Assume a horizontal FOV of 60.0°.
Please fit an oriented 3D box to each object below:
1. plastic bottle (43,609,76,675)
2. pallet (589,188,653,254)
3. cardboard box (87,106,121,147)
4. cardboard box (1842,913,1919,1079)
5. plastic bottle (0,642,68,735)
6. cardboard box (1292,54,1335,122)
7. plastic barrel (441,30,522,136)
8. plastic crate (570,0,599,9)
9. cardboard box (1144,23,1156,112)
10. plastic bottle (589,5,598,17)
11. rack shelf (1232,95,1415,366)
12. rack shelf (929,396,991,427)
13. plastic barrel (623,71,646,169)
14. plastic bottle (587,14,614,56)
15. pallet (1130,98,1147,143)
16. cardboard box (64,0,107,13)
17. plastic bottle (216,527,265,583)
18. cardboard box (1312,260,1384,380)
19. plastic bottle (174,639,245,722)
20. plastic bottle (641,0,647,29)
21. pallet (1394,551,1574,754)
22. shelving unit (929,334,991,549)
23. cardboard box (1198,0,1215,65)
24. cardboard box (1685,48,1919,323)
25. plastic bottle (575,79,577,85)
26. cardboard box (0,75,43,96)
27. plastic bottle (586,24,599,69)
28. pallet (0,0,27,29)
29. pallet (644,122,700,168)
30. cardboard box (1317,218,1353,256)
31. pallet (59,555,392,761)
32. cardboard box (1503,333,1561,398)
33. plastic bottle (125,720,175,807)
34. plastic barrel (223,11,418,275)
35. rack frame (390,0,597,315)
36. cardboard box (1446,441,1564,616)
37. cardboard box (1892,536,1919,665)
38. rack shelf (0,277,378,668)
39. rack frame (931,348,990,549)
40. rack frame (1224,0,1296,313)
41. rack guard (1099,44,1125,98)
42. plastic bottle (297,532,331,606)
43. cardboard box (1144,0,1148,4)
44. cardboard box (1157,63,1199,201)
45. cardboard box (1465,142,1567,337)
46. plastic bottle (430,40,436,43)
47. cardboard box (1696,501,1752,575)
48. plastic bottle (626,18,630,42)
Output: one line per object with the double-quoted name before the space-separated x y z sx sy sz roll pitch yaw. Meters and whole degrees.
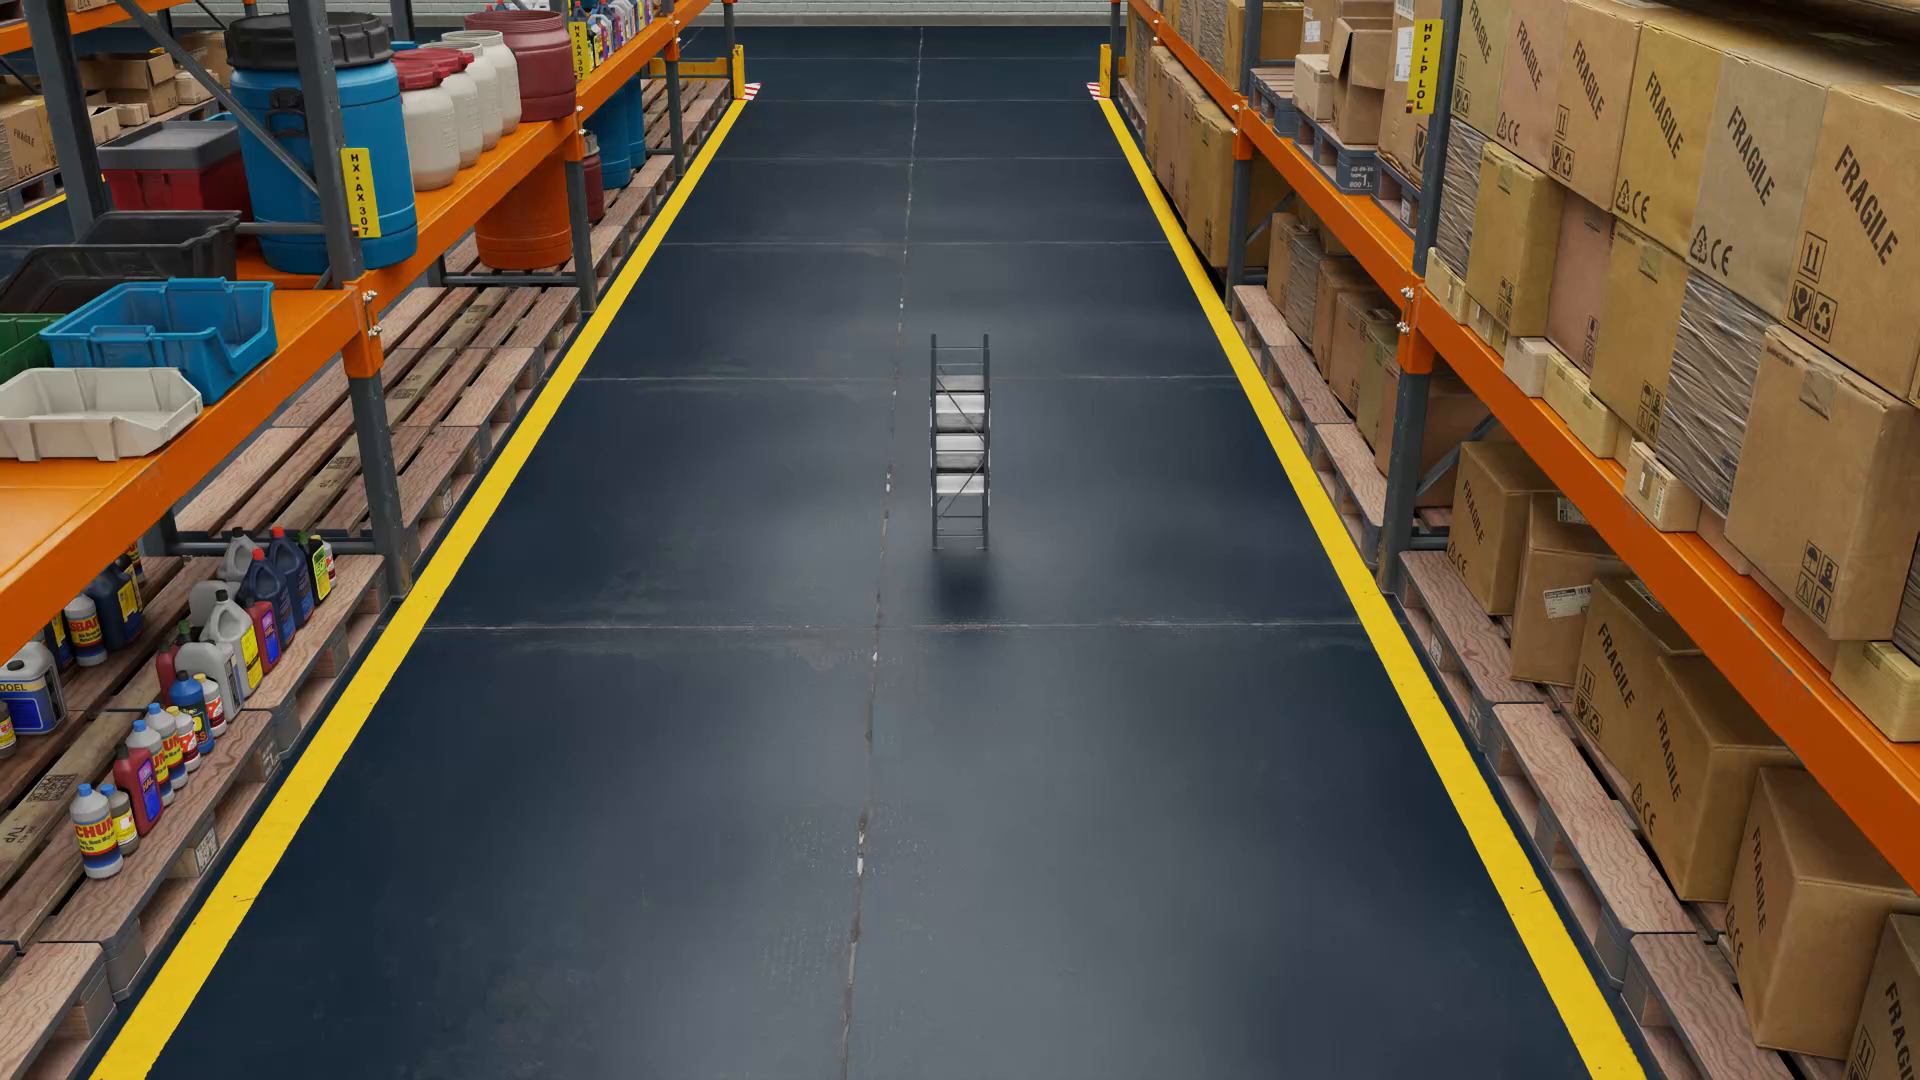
"plastic bottle" -3.144 0.276 5.681 0.144 0.351 0.185 -1 24 -3
"pallet" -2.844 -2.347 12.183 1.003 0.211 1.213 0 24 -1
"cardboard box" -7.568 -3.568 14.228 0.500 0.311 0.500 0 24 -1
"cardboard box" 2.267 1.173 3.540 0.500 0.500 0.500 4 25 9
"plastic bottle" -2.991 0.474 5.333 0.152 0.276 0.135 0 24 -1
"cardboard box" 1.958 -2.245 8.246 0.500 0.250 0.500 -1 24 -2
"plastic barrel" -2.558 -2.419 8.823 0.421 0.512 0.421 0 24 0
"plastic crate" -3.173 -4.650 13.839 0.392 0.384 0.575 0 24 -1
"cardboard box" 2.189 -4.328 15.248 0.875 0.875 0.875 0 24 -1
"plastic bottle" -2.610 -3.702 11.952 0.097 0.271 0.097 0 24 0
"rack shelf" 2.191 -1.662 8.157 1.077 0.370 4.000 0 24 -1
"rack shelf" 0.000 -0.547 7.012 0.258 0.077 0.200 0 24 -1
"plastic barrel" -2.838 -3.450 13.276 0.600 0.901 0.708 0 24 -1
"plastic bottle" -2.480 -3.486 11.468 0.152 0.276 0.135 0 24 -1
"pallet" 2.180 -4.009 15.858 1.003 0.211 1.213 0 24 -1
"cardboard box" -7.513 -4.675 13.826 0.500 0.500 0.500 0 24 1
"plastic bottle" -2.589 0.128 6.007 0.144 0.351 0.185 0 24 -1
"cardboard box" 2.229 -1.137 8.623 0.700 0.500 0.500 2 24 4
"plastic bottle" -2.441 0.441 5.407 0.152 0.276 0.135 0 24 0
"plastic bottle" -2.495 -4.071 12.763 0.152 0.276 0.135 0 24 -1
"pallet" 2.256 0.382 6.149 1.003 0.211 1.213 0 24 -1
"shelving unit" 0.000 -0.413 7.072 0.258 0.900 0.210 0 24 -1
"cardboard box" 1.908 -3.481 11.185 0.500 0.500 0.500 -1 24 -2
"cardboard box" 1.989 -0.791 3.664 0.500 0.500 0.500 0 24 -1
"plastic bottle" -2.439 -2.960 10.311 0.097 0.271 0.097 0 24 0
"cardboard box" -8.070 -3.714 14.321 0.500 0.500 0.500 0 24 -1
"plastic bottle" -2.428 -3.259 10.957 0.061 0.283 0.133 0 24 -1
"pallet" -7.880 -4.001 12.690 1.003 0.211 1.213 0 24 -1
"pallet" -2.874 -3.472 14.670 1.003 0.211 1.213 0 24 -1
"cardboard box" 2.223 -1.722 9.007 0.500 0.250 0.500 2 24 5
"pallet" -2.774 0.405 6.099 1.003 0.211 1.213 0 24 -1
"cardboard box" 1.909 -0.549 5.128 0.380 0.149 0.250 0 24 -1
"plastic bottle" -2.408 0.658 4.931 0.097 0.271 0.097 0 24 0
"plastic barrel" -2.441 -1.532 6.389 0.600 0.901 0.708 0 24 -1
"rack frame" -2.783 -2.791 9.781 1.000 3.000 0.127 0 24 -1
"cardboard box" 2.177 -0.053 6.250 0.500 0.500 0.500 -1 24 -2
"cardboard box" 2.278 0.075 2.961 0.875 0.500 0.500 0 24 -1
"rack shelf" -2.718 0.009 4.463 1.077 0.370 4.000 0 24 -1
"rack frame" 0.001 -0.371 6.979 0.240 0.900 0.006 0 24 -1
"rack frame" 2.169 -2.813 9.831 1.000 3.000 0.127 0 24 -1
"rack guard" 2.082 -4.981 17.656 1.175 0.500 0.348 0 24 -1
"plastic bottle" -2.405 0.091 6.171 0.061 0.283 0.133 1 24 2
"cardboard box" 1.789 -4.683 14.270 0.380 0.149 0.250 -1 24 -1
"cardboard box" 2.163 -3.053 12.429 1.225 0.875 0.875 -1 24 -2
"cardboard box" 2.126 -0.954 5.238 0.875 0.500 0.500 0 24 -1
"plastic bottle" -3.214 -2.903 10.170 0.061 0.283 0.133 0 24 -1
"cardboard box" 2.017 -0.034 3.990 0.380 0.149 0.250 0 24 -1
"plastic bottle" -2.460 -3.726 12.091 0.097 0.201 0.097 0 24 0
